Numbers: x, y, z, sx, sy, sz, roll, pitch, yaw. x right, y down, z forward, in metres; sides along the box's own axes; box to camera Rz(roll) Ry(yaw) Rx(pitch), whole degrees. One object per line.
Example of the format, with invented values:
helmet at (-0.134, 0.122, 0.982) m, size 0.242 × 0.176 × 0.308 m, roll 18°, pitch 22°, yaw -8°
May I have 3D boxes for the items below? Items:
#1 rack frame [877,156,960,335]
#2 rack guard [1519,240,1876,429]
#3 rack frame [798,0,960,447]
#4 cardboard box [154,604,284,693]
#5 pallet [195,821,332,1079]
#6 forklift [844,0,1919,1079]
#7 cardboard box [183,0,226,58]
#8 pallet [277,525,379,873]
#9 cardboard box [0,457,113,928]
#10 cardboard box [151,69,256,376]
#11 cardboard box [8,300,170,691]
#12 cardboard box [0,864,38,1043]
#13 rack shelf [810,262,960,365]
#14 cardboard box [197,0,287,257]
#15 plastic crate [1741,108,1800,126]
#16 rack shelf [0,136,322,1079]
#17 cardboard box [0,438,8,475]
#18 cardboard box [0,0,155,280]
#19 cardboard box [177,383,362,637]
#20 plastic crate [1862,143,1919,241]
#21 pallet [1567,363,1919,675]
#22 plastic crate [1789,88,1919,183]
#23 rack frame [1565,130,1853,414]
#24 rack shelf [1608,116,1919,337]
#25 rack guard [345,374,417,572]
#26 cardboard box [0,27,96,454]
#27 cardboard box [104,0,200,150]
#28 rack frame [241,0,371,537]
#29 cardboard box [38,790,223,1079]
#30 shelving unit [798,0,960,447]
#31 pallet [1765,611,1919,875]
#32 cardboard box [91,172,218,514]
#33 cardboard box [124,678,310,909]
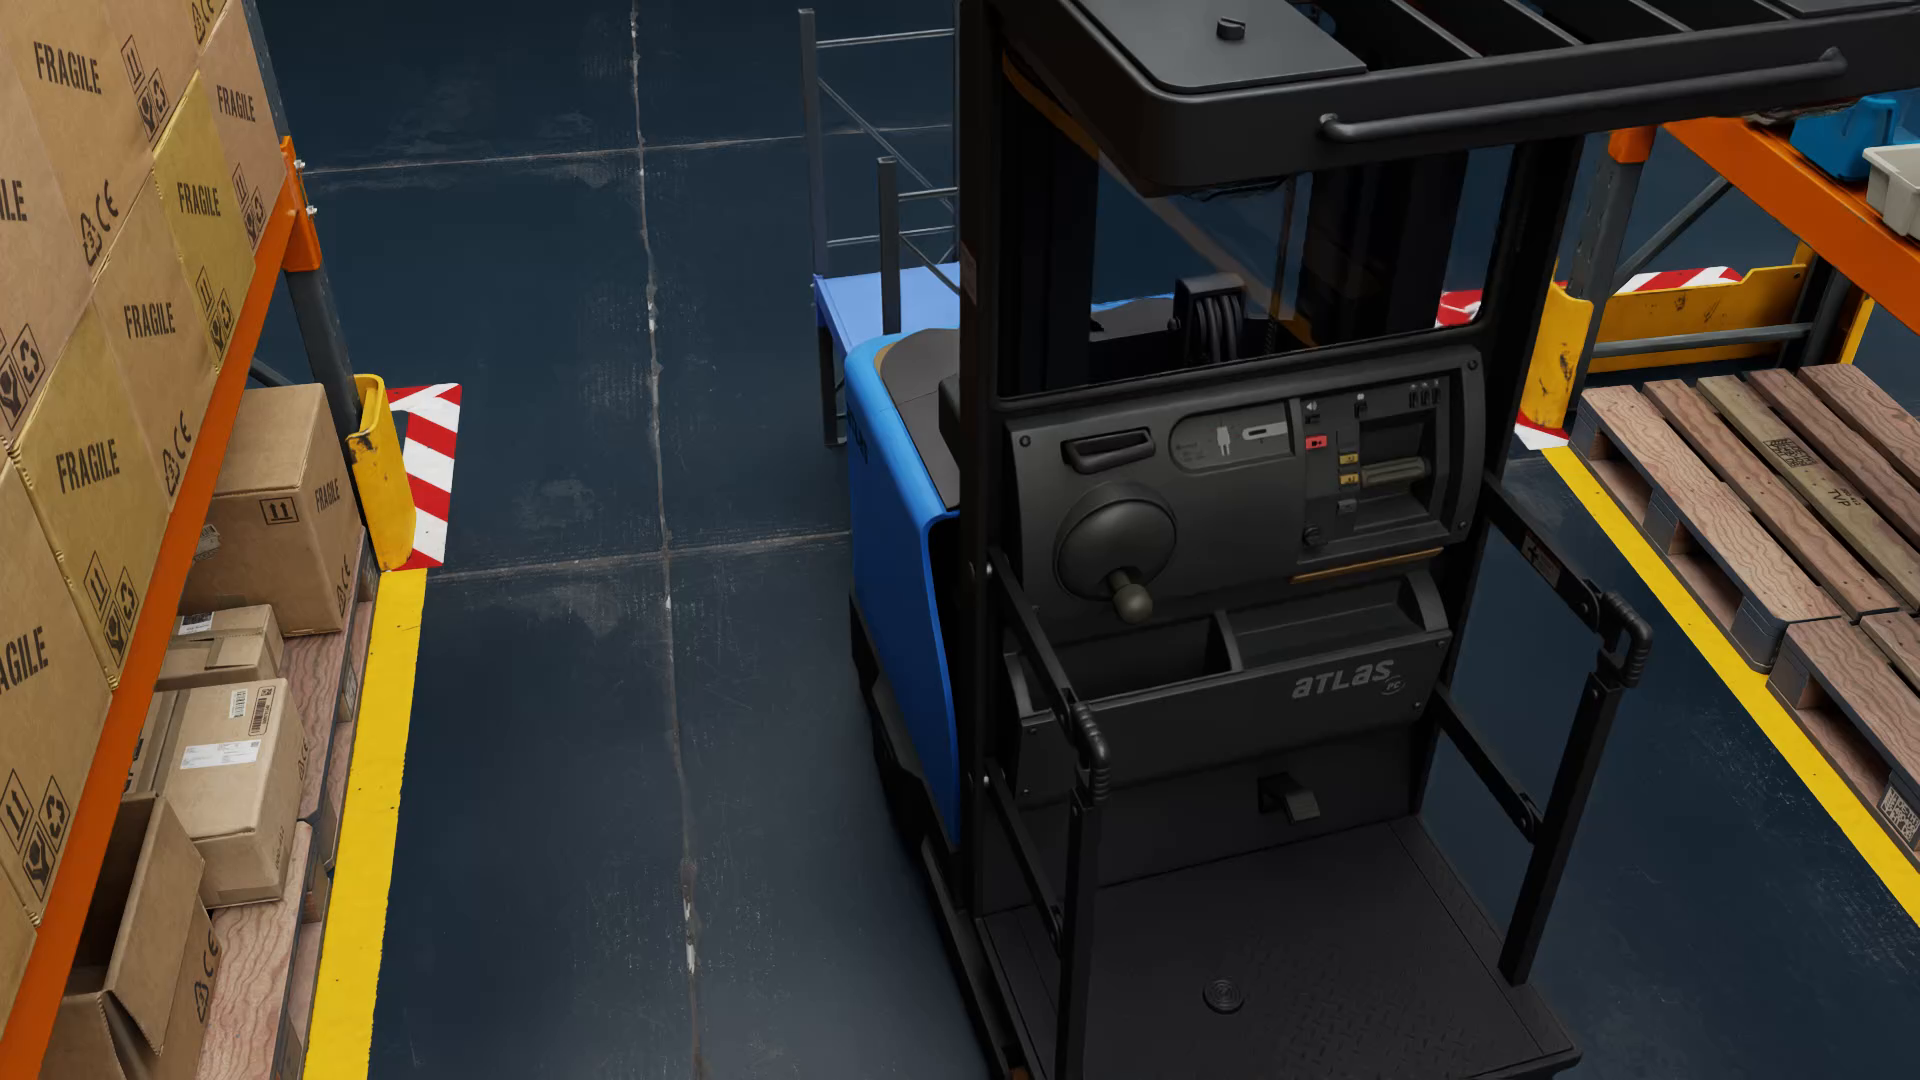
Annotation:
rack frame at (0.047, -0.355, 4.484) m, size 0.500 × 1.500 × 0.032 m, roll -9°, pitch 39°, yaw -12°
rack guard at (2.540, -0.740, 5.795) m, size 1.175 × 0.500 × 0.348 m, roll -6°, pitch 38°, yaw -8°
rack frame at (-0.219, -0.957, 5.259) m, size 0.500 × 1.500 × 0.032 m, roll -9°, pitch 39°, yaw -12°
cardboard box at (-2.000, 0.318, 4.347) m, size 0.380 × 0.166 × 0.250 m, roll -6°, pitch 38°, yaw -8°
pallet at (-1.956, 1.180, 3.559) m, size 1.003 × 0.211 × 1.213 m, roll -6°, pitch 38°, yaw -8°
forklift at (0.606, -0.028, 2.898) m, size 1.130 × 2.935 × 3.031 m, roll -10°, pitch 39°, yaw -13°
cardboard box at (-1.972, -1.379, 3.683) m, size 0.500 × 0.500 × 0.500 m, roll -7°, pitch 38°, yaw -8°
pallet at (-2.166, 0.445, 4.505) m, size 1.003 × 0.211 × 1.213 m, roll -6°, pitch 38°, yaw -8°
cardboard box at (-1.619, 0.245, 2.409) m, size 0.500 × 0.500 × 0.500 m, roll -6°, pitch 38°, yaw -8°
cardboard box at (-1.880, -0.669, 3.584) m, size 0.500 × 0.500 × 0.500 m, roll -6°, pitch 38°, yaw -8°
cardboard box at (-1.709, -0.062, 2.804) m, size 0.500 × 0.500 × 0.500 m, roll -7°, pitch 38°, yaw -9°
cardboard box at (-1.533, 0.547, 2.020) m, size 0.500 × 0.500 × 0.500 m, roll -6°, pitch 38°, yaw -7°
rack shelf at (-0.086, -0.514, 4.982) m, size 0.538 × 0.185 × 1.000 m, roll -9°, pitch 39°, yaw -12°
cardboard box at (-1.974, -0.982, 3.987) m, size 0.500 × 0.500 × 0.500 m, roll -5°, pitch 38°, yaw -7°
plastic crate at (2.251, -1.246, 4.575) m, size 0.250 × 0.136 × 0.298 m, roll -6°, pitch 38°, yaw -8°
rack shelf at (-1.970, 0.309, 2.994) m, size 1.077 × 0.370 × 4.000 m, roll -6°, pitch 38°, yaw -8°
cardboard box at (-1.605, -0.139, 2.087) m, size 0.500 × 0.500 × 0.500 m, roll -7°, pitch 38°, yaw -9°
cardboard box at (-1.787, -0.761, 2.888) m, size 0.500 × 0.500 × 0.500 m, roll -5°, pitch 38°, yaw -7°
cardboard box at (-1.983, -0.068, 4.572) m, size 0.500 × 0.500 × 0.500 m, roll -6°, pitch 38°, yaw -8°
plastic crate at (2.370, -0.837, 4.048) m, size 0.250 × 0.136 × 0.298 m, roll -6°, pitch 38°, yaw -8°
pallet at (2.663, -0.111, 5.220) m, size 1.003 × 0.211 × 1.213 m, roll -6°, pitch 38°, yaw -8°
plastic crate at (2.391, -1.089, 4.295) m, size 0.416 × 0.233 × 0.300 m, roll -6°, pitch 38°, yaw -8°
rack frame at (2.557, -1.714, 5.011) m, size 1.000 × 3.000 × 0.127 m, roll -6°, pitch 38°, yaw -8°
rack shelf at (2.907, -0.222, 3.677) m, size 1.077 × 0.370 × 4.000 m, roll -6°, pitch 38°, yaw -8°
rack guard at (-2.307, -0.150, 5.036) m, size 1.175 × 0.500 × 0.348 m, roll -6°, pitch 38°, yaw -8°
cardboard box at (-1.697, -0.451, 2.489) m, size 0.500 × 0.500 × 0.500 m, roll -5°, pitch 38°, yaw -7°
cardboard box at (-1.882, -1.074, 3.290) m, size 0.500 × 0.500 × 0.500 m, roll -5°, pitch 38°, yaw -7°
rack frame at (-2.321, -1.184, 4.328) m, size 1.000 × 3.000 × 0.127 m, roll -6°, pitch 38°, yaw -8°
cardboard box at (-1.954, 0.910, 3.309) m, size 0.797 × 0.503 × 0.637 m, roll -6°, pitch 38°, yaw -8°
shelving unit at (-0.086, -0.656, 4.872) m, size 0.538 × 1.500 × 1.048 m, roll -9°, pitch 39°, yaw -12°
pallet at (2.874, 0.625, 4.274) m, size 1.003 × 0.211 × 1.213 m, roll -6°, pitch 38°, yaw -8°
cardboard box at (-1.798, -0.367, 3.196) m, size 0.500 × 0.500 × 0.500 m, roll -6°, pitch 38°, yaw -8°
cardboard box at (-1.846, 0.608, 3.906) m, size 0.500 × 0.250 × 0.500 m, roll -6°, pitch 38°, yaw -8°
